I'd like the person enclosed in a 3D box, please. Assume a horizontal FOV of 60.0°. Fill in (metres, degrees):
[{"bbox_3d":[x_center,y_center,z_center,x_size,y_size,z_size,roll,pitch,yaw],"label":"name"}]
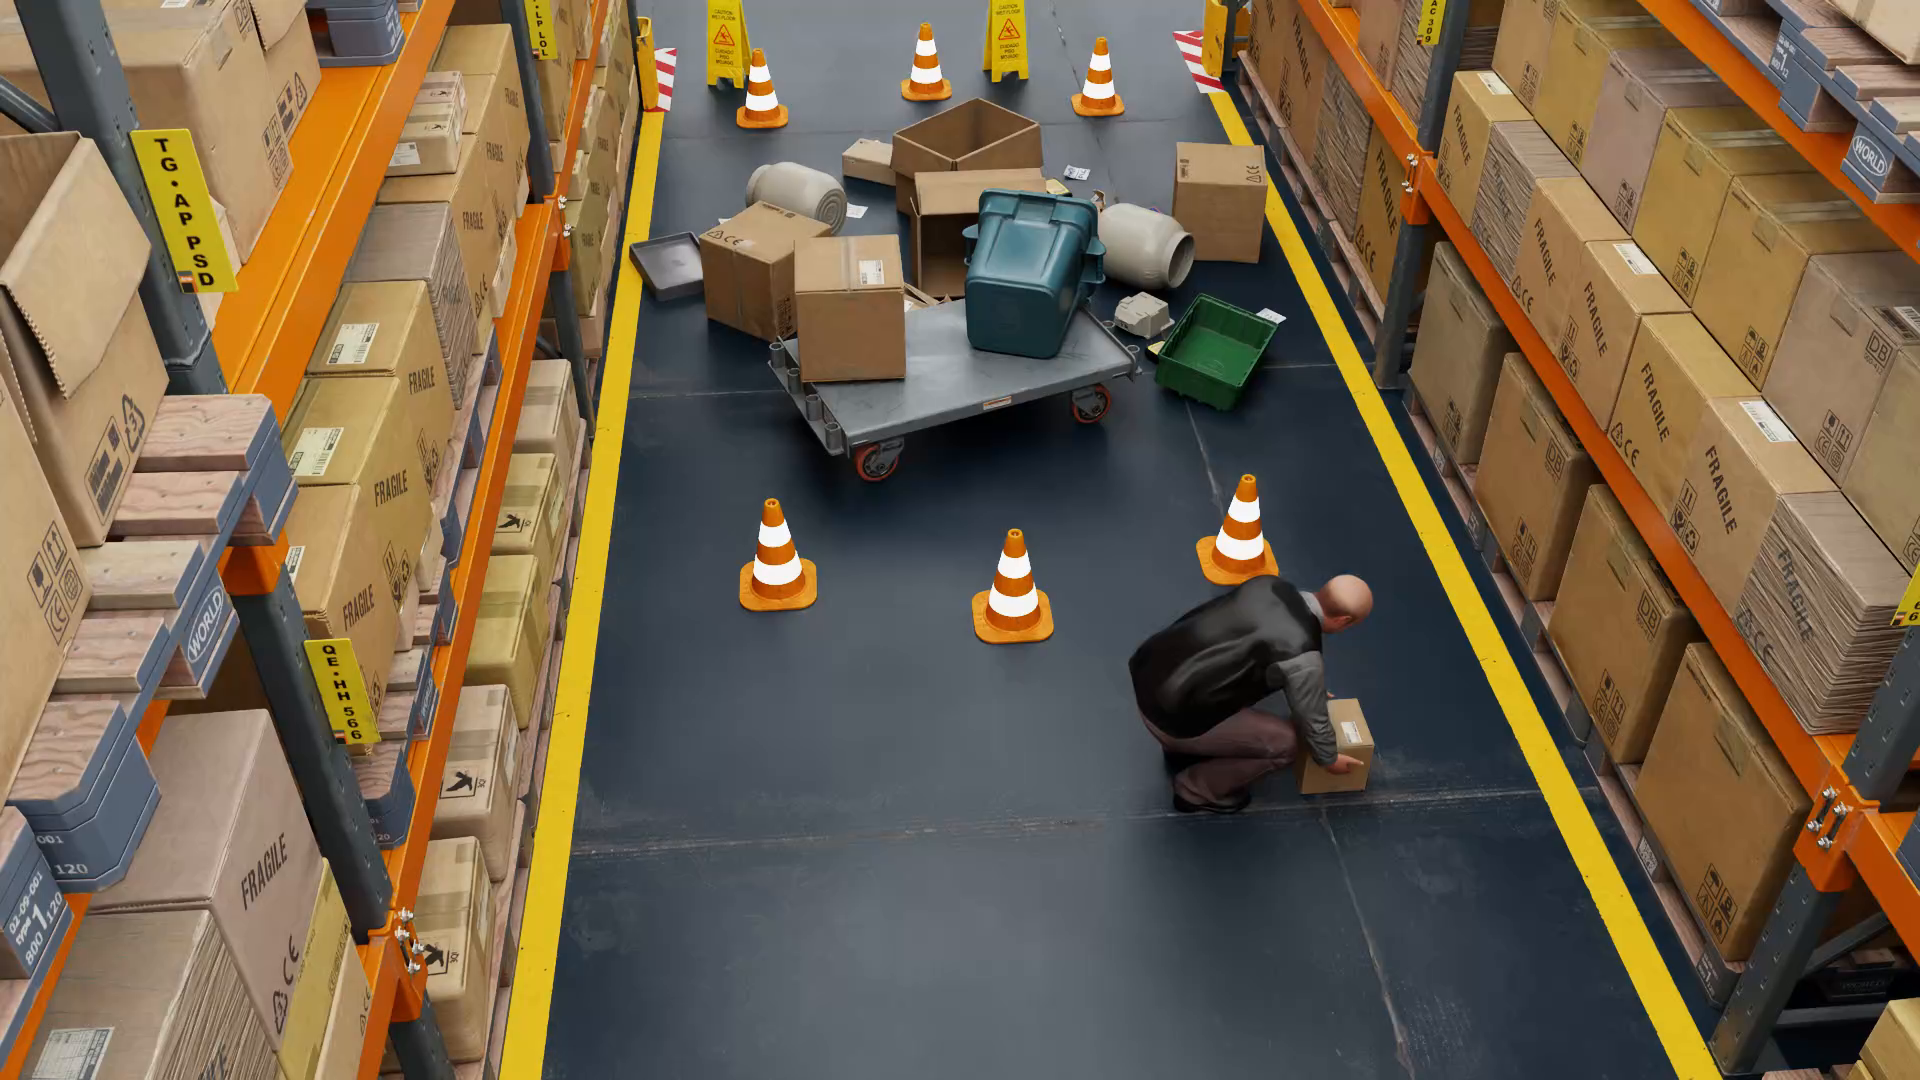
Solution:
[{"bbox_3d":[1.060,0.544,6.154,0.868,0.906,0.537,-3,39,-4],"label":"person"}]
